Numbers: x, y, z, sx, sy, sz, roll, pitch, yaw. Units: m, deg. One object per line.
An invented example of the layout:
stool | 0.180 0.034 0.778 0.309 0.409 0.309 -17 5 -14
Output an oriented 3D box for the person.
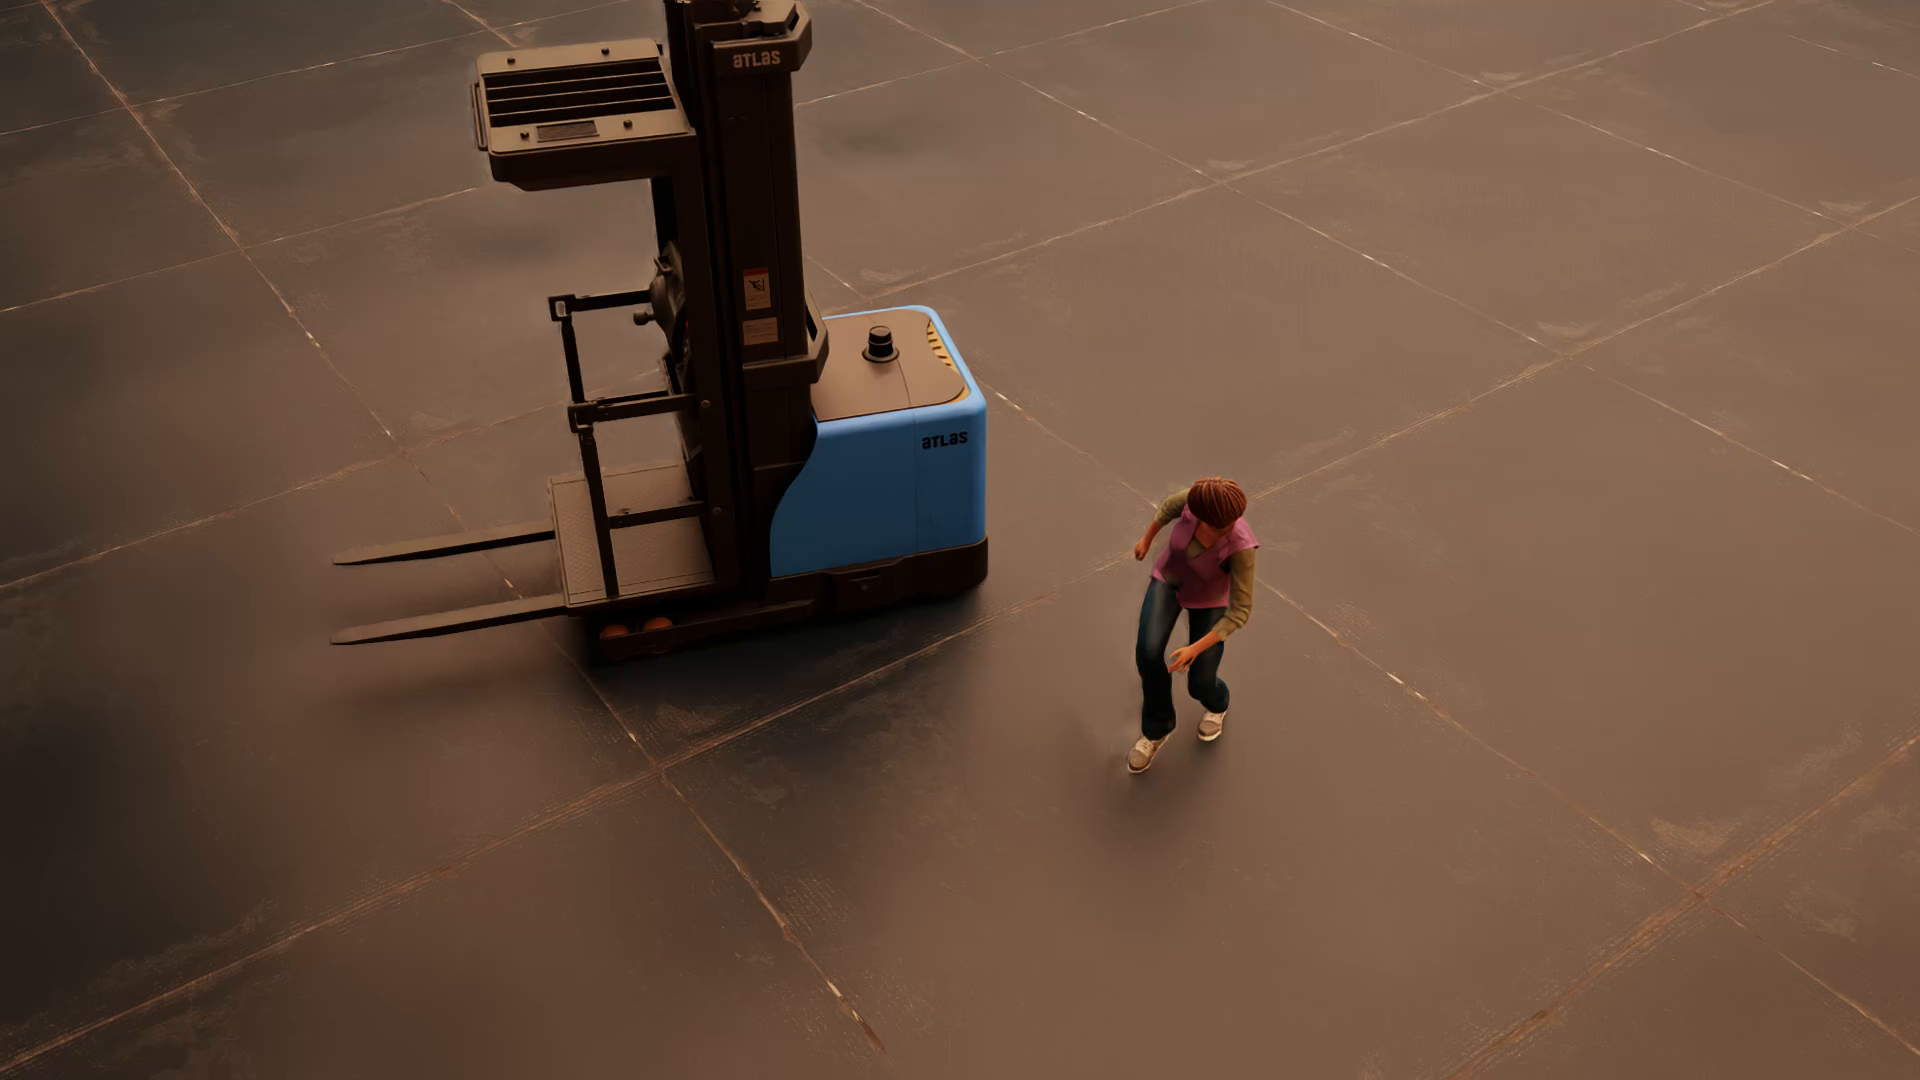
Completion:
person | 0.895 0.291 6.860 0.639 1.409 0.673 18 40 23

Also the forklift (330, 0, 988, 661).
forklift | -1.441 -0.973 7.260 3.031 2.935 1.130 -10 38 -13
